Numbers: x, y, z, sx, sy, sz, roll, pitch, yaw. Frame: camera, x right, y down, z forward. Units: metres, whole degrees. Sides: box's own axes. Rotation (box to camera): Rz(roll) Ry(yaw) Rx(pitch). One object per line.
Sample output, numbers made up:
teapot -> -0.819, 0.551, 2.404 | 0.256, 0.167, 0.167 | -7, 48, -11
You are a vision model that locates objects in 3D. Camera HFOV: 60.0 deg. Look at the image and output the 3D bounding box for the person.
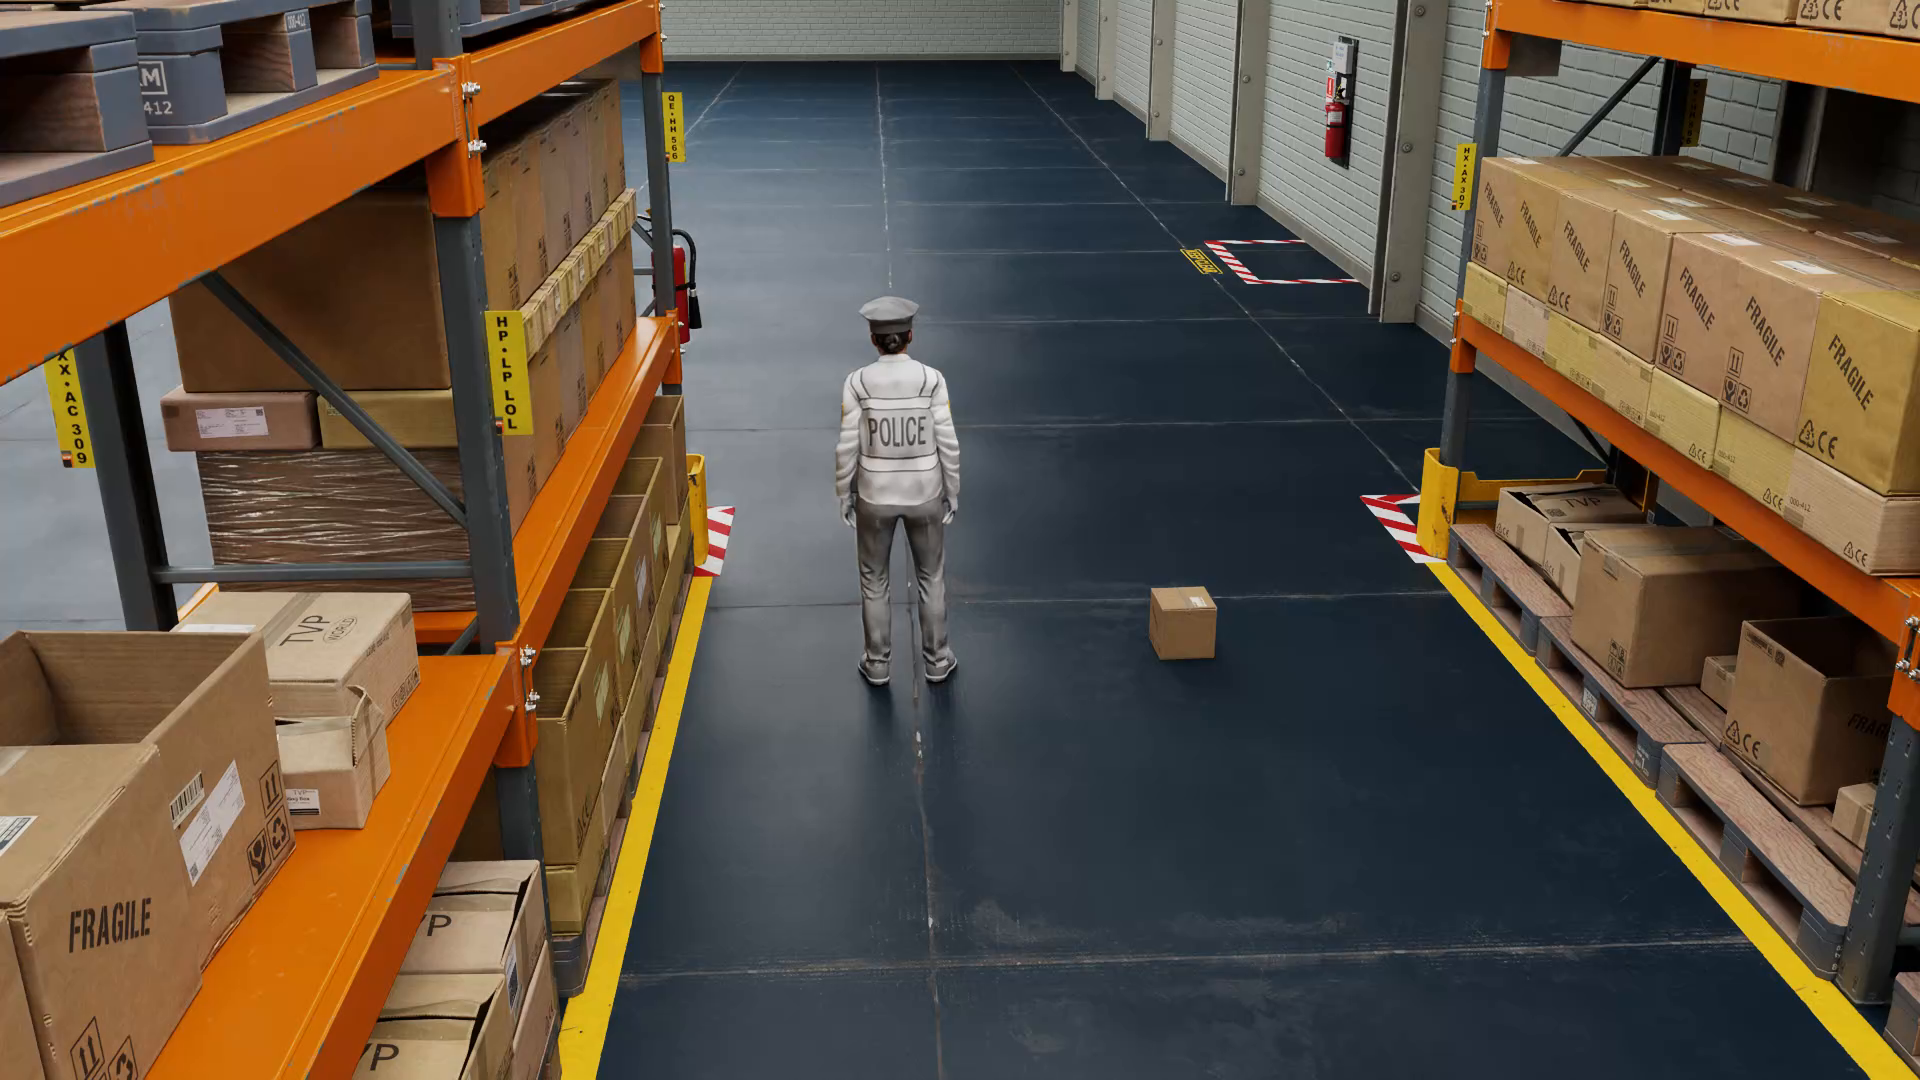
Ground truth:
person -> -0.262, -0.179, 7.052 | 0.526, 1.663, 0.374 | -2, 21, -4
